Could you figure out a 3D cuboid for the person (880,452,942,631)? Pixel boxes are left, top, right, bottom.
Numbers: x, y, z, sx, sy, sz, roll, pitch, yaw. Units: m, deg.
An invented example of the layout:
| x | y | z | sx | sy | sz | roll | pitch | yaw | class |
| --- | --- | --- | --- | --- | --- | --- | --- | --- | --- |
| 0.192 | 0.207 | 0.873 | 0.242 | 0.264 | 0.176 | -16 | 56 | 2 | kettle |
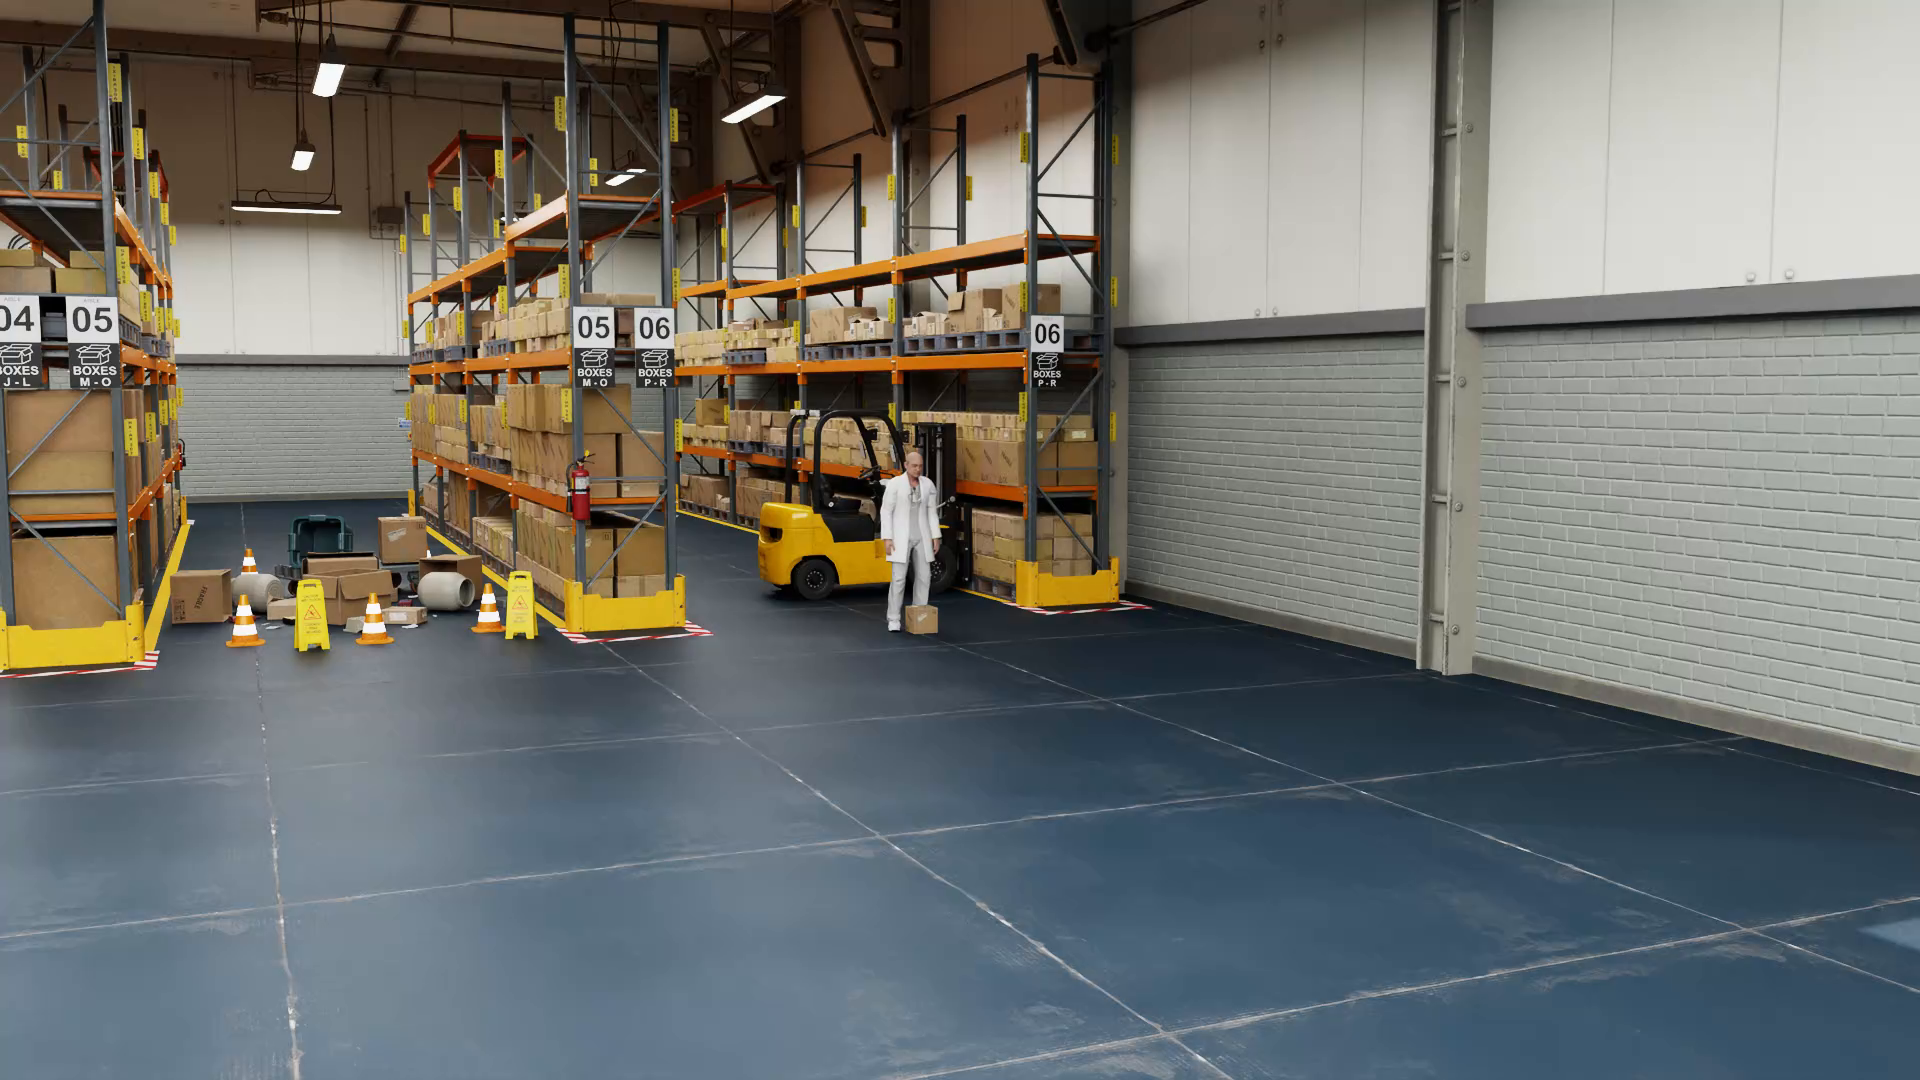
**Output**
| x | y | z | sx | sy | sz | roll | pitch | yaw | class |
| --- | --- | --- | --- | --- | --- | --- | --- | --- | --- |
| -0.489 | 0.104 | 16.630 | 0.642 | 1.577 | 0.421 | -2 | 6 | -24 | person |
